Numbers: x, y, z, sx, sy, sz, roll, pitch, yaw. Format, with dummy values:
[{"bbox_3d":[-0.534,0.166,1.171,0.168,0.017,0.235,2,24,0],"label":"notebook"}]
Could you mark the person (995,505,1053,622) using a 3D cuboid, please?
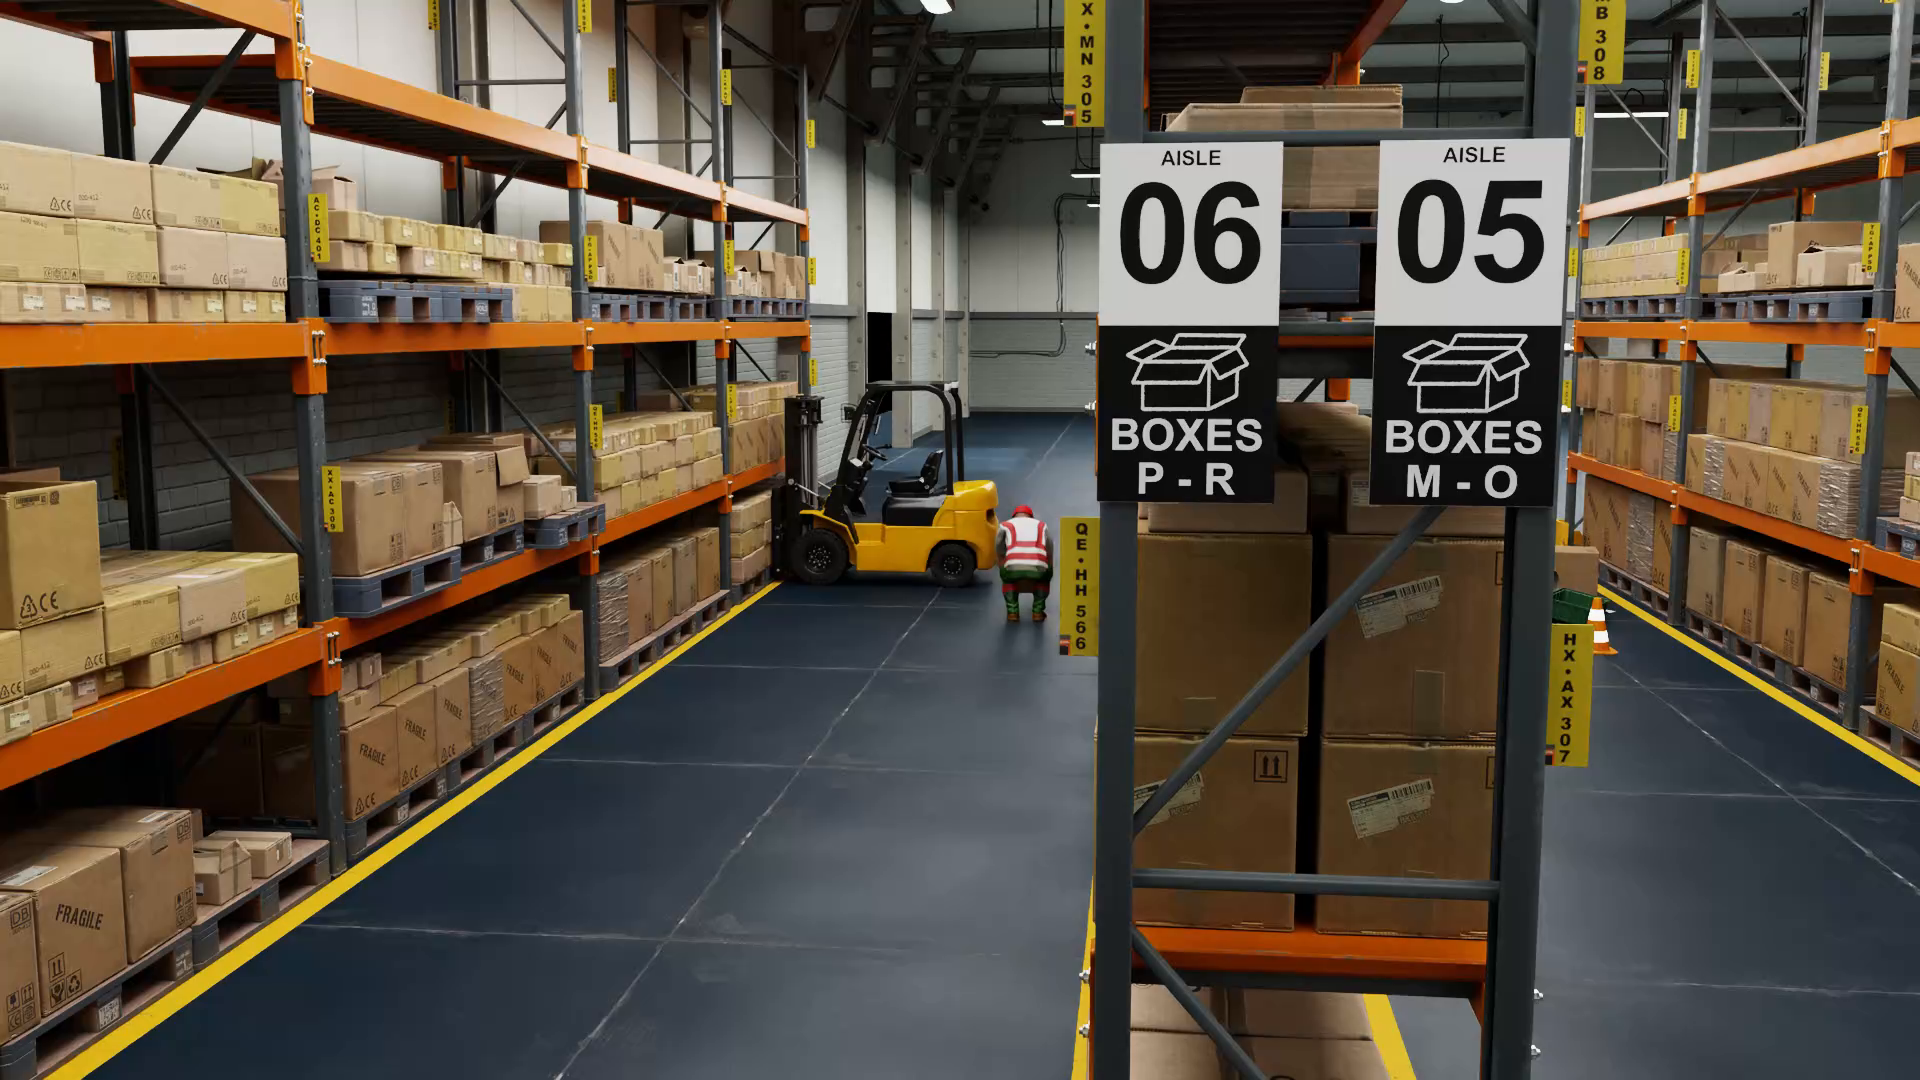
[{"bbox_3d":[0.606,0.221,15.846,0.570,1.056,0.859,1,8,6],"label":"person"}]
